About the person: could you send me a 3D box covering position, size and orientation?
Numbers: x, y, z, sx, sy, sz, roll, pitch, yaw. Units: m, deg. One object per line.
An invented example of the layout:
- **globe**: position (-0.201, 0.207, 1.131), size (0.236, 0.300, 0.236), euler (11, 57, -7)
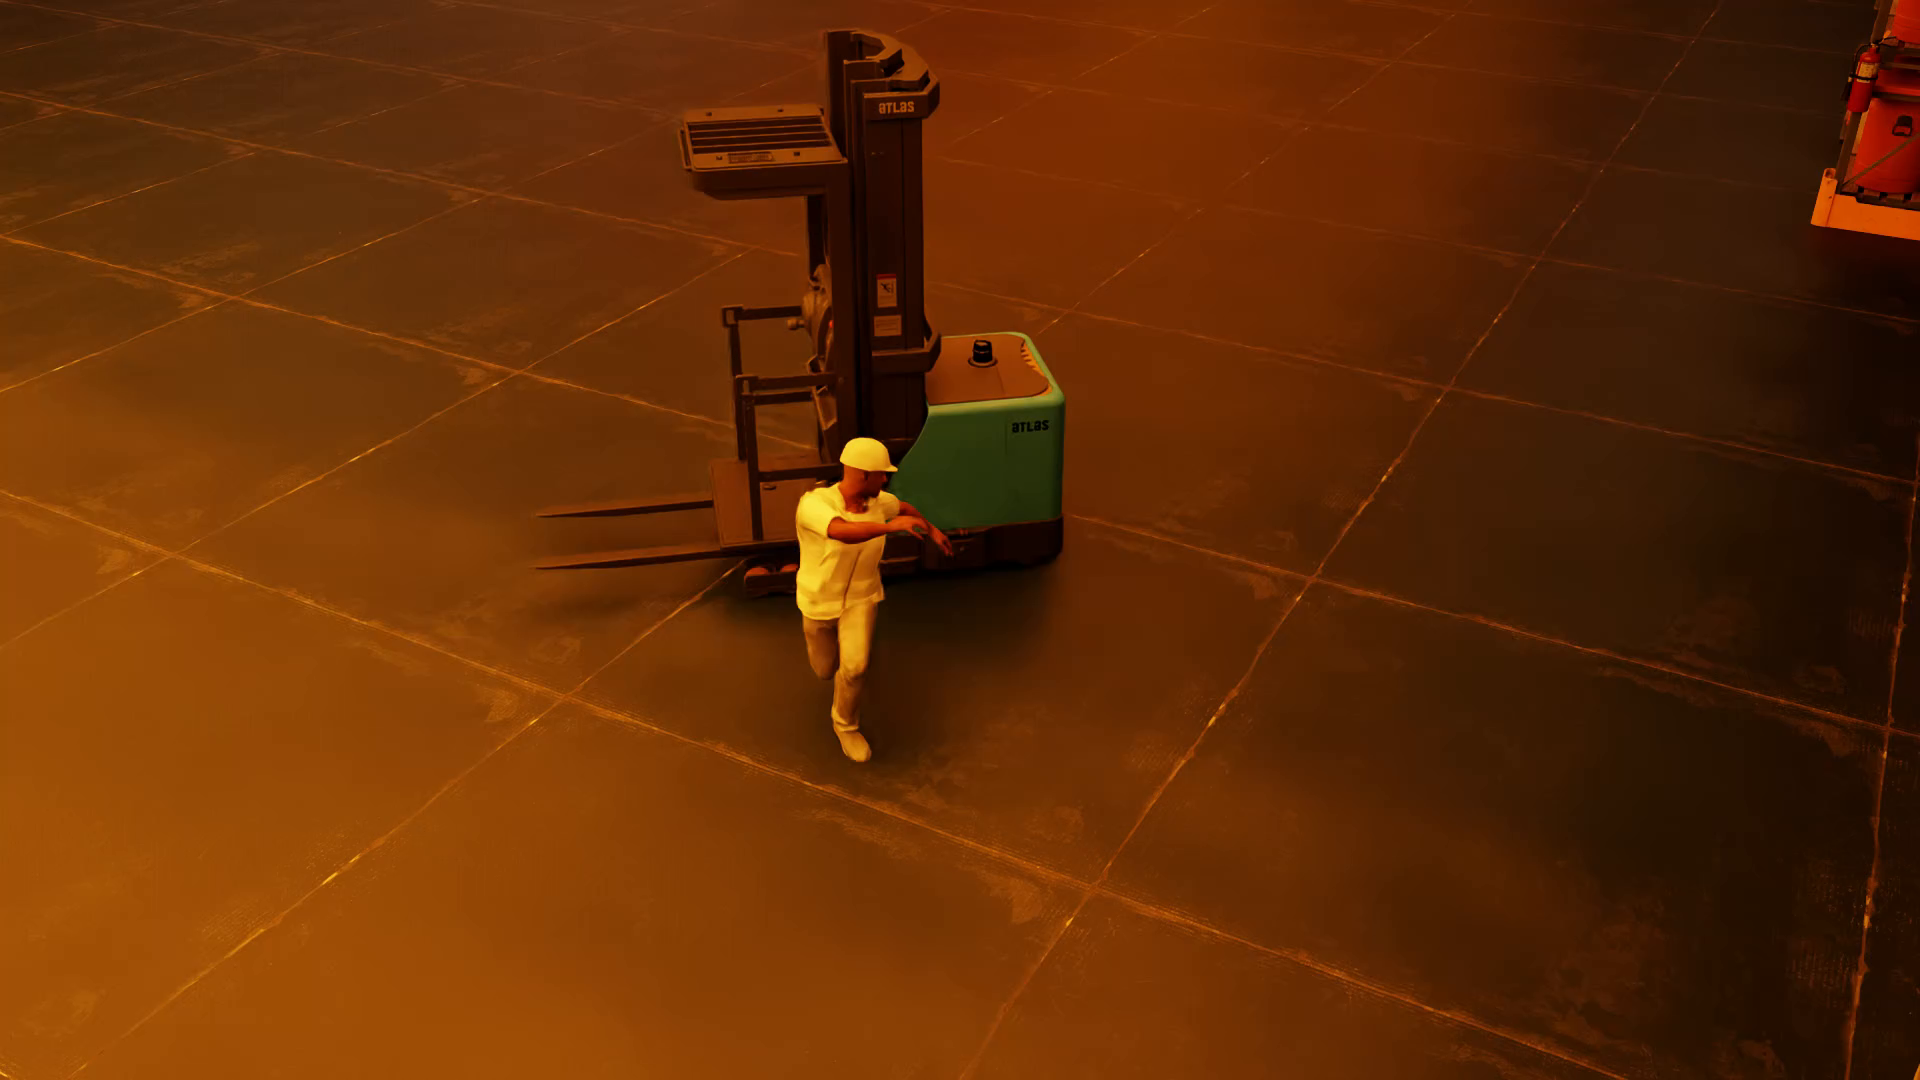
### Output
- **person**: position (-0.388, 0.205, 8.192), size (0.839, 1.502, 0.973), euler (-5, 30, -8)

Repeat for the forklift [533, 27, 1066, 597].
- **forklift**: position (-0.965, -1.233, 9.207), size (3.031, 2.935, 1.130), euler (-6, 30, -10)
